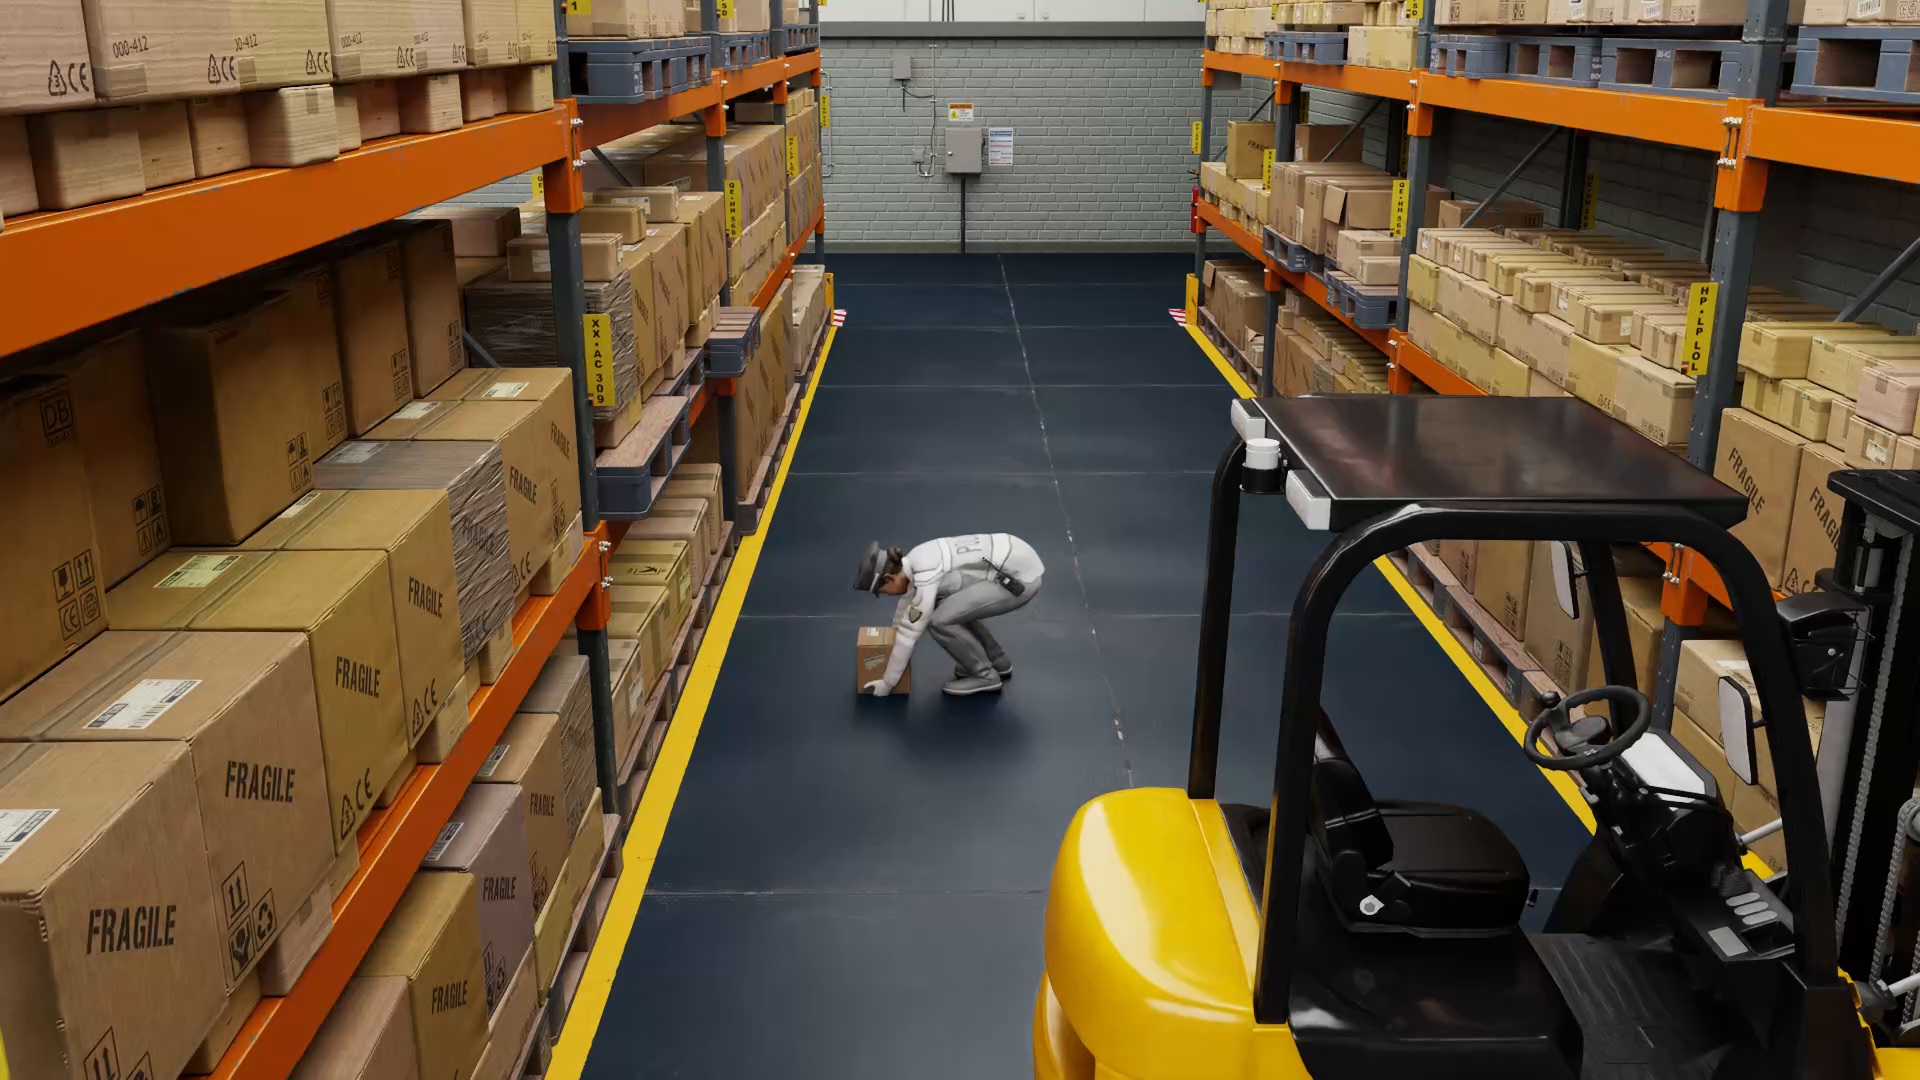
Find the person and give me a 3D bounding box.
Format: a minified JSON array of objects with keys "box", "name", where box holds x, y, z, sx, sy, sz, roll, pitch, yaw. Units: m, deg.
[{"box":[-0.056,0.353,7.986,0.913,0.759,0.444,-1,17,-2],"name":"person"}]
